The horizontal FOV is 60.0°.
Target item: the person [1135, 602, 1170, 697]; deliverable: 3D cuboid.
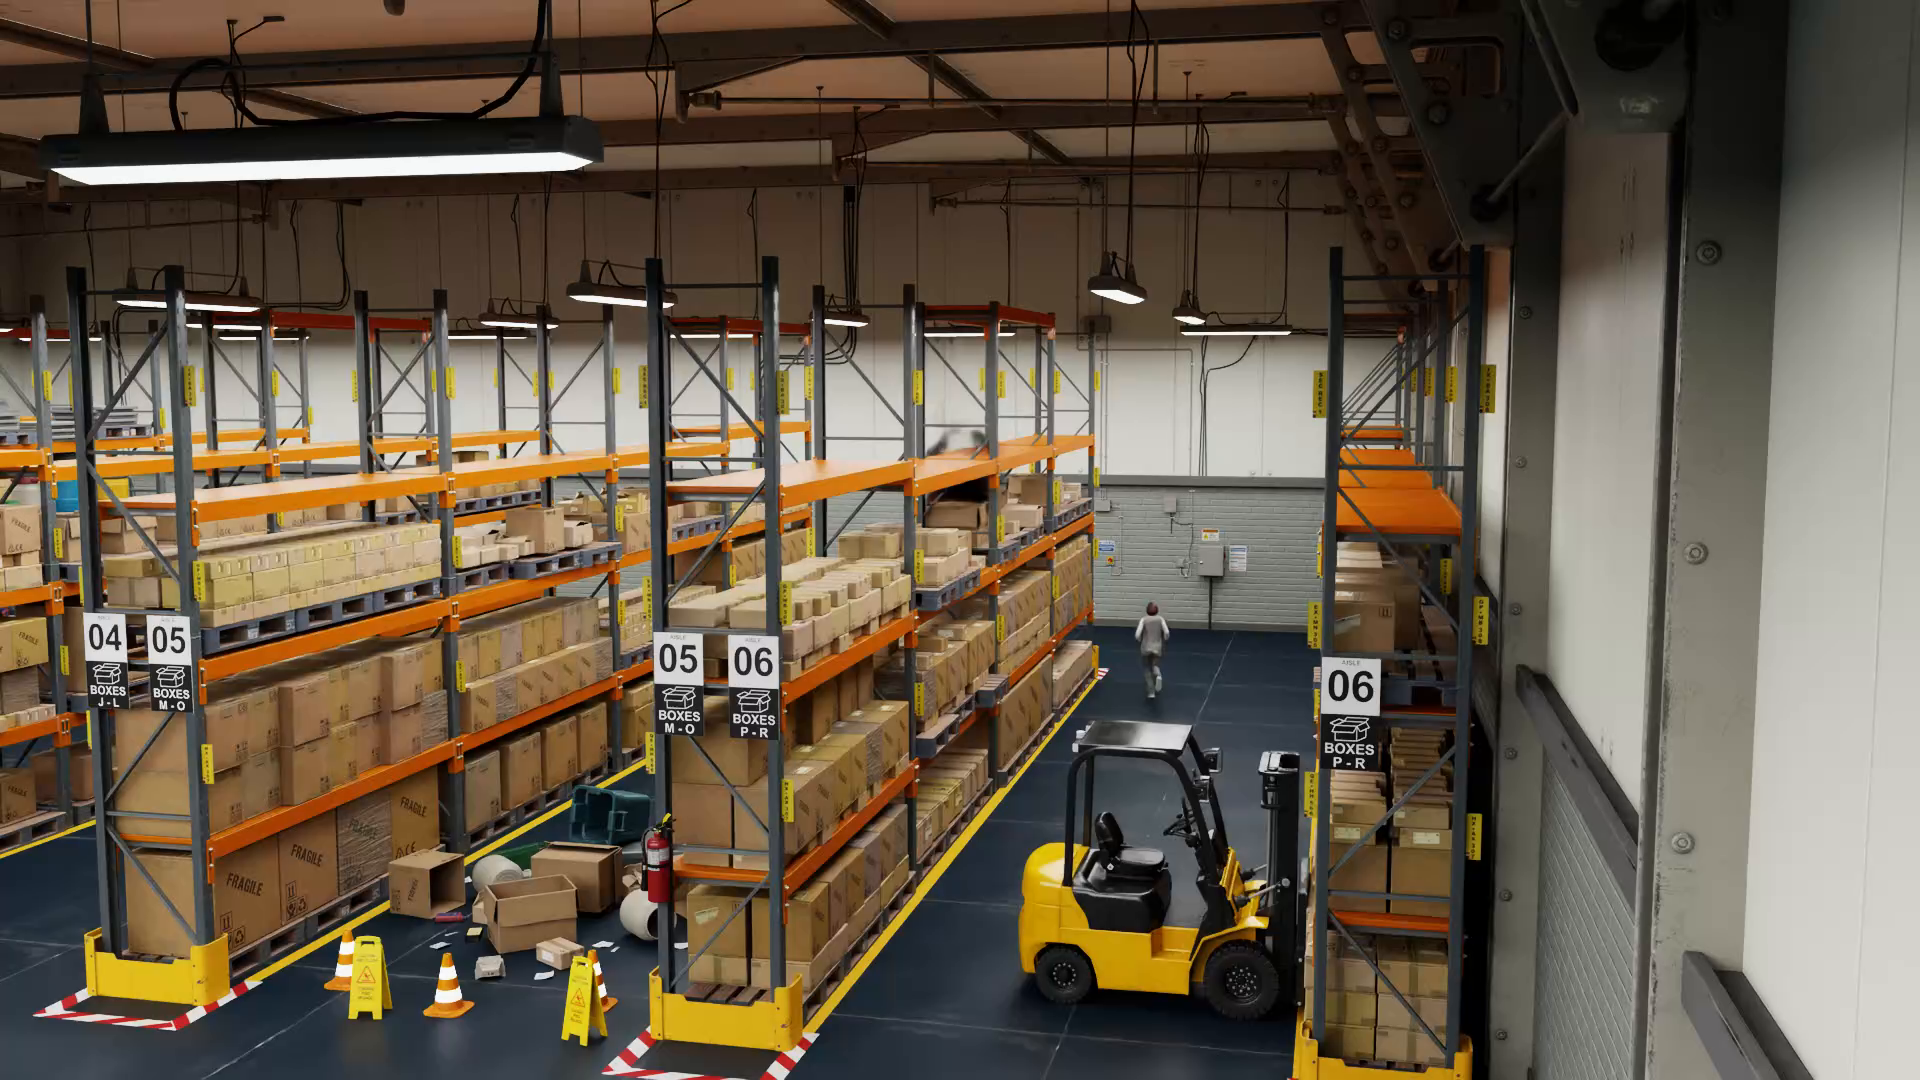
[{"bbox_3d":[3.038,1.748,26.292,0.543,1.559,0.544,0,6,-1],"label":"person"}]
